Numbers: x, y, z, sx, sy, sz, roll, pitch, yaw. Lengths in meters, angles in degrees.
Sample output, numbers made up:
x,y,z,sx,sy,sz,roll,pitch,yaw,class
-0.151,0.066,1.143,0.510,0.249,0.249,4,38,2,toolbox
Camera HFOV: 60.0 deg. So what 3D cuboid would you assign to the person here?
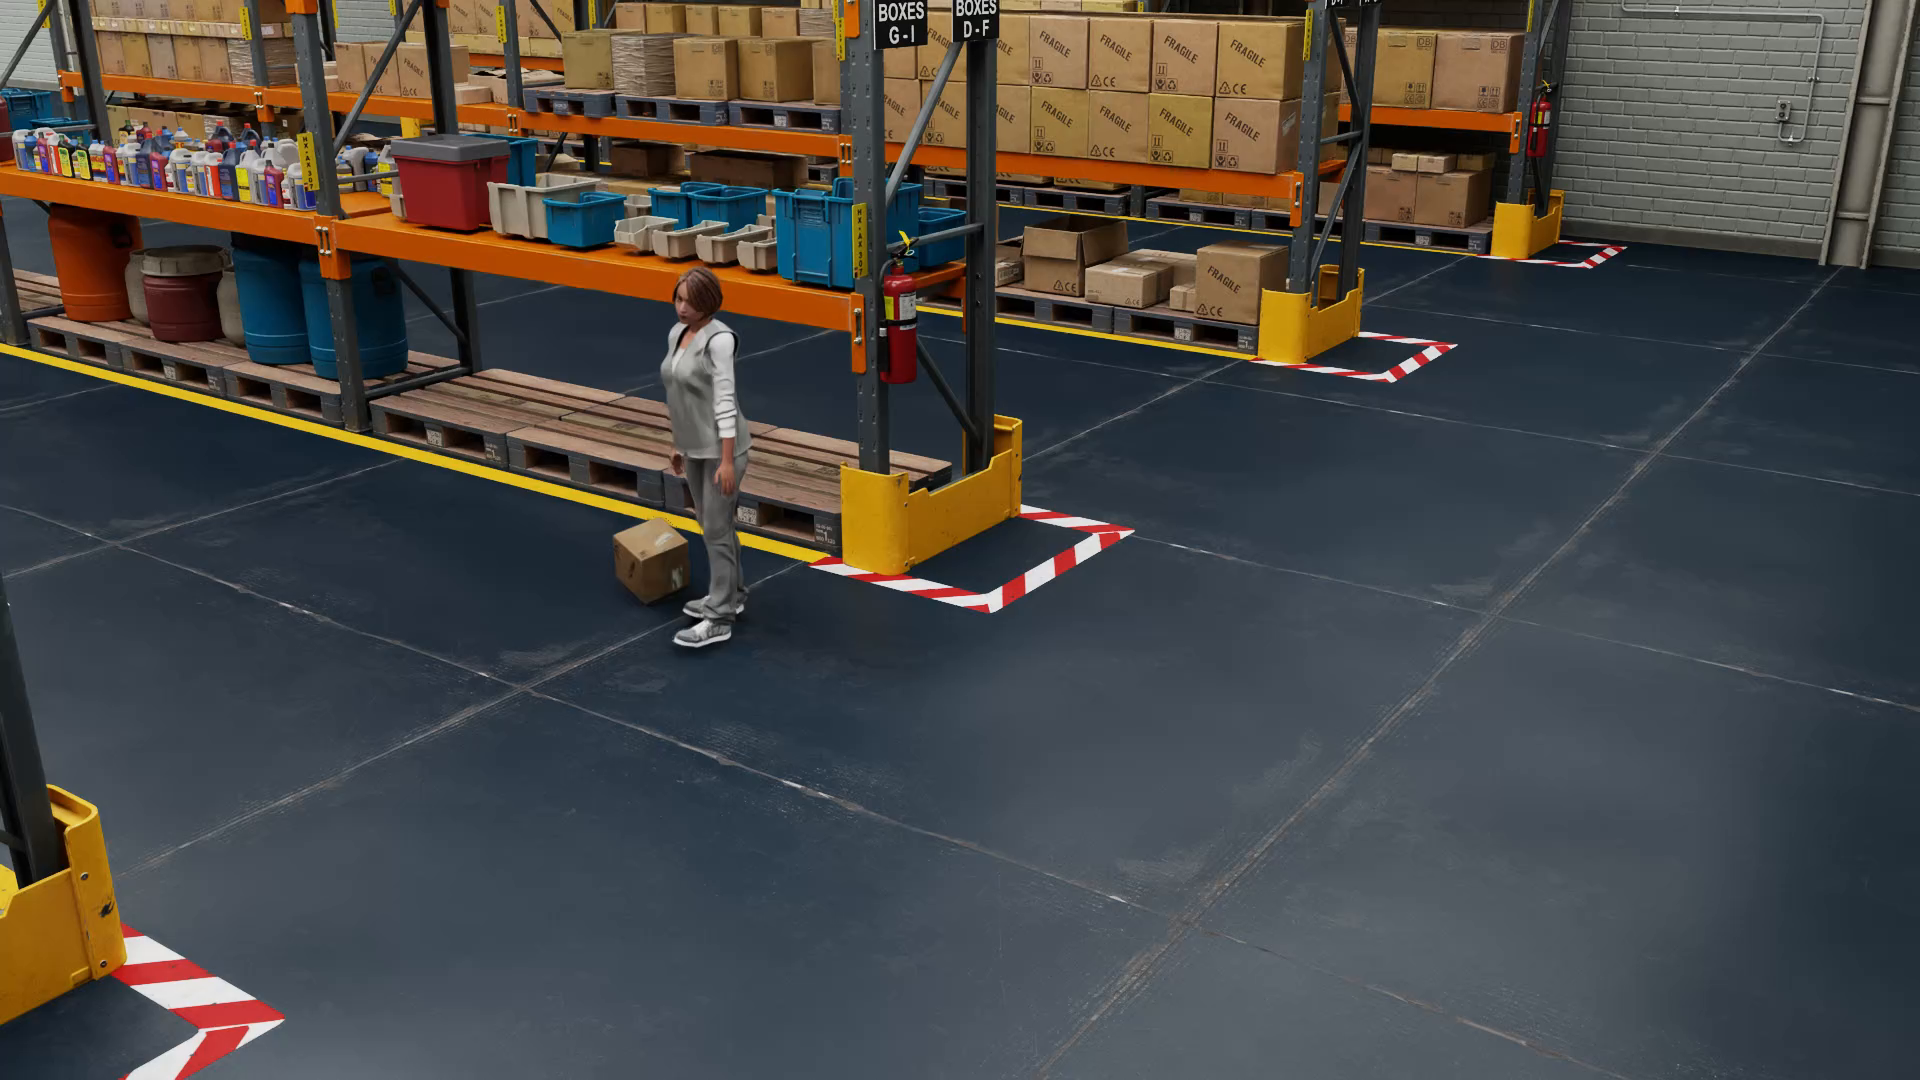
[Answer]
x,y,z,sx,sy,sz,roll,pitch,yaw,class
-1.091,-0.345,6.982,0.475,1.583,0.496,-15,25,-35,person
